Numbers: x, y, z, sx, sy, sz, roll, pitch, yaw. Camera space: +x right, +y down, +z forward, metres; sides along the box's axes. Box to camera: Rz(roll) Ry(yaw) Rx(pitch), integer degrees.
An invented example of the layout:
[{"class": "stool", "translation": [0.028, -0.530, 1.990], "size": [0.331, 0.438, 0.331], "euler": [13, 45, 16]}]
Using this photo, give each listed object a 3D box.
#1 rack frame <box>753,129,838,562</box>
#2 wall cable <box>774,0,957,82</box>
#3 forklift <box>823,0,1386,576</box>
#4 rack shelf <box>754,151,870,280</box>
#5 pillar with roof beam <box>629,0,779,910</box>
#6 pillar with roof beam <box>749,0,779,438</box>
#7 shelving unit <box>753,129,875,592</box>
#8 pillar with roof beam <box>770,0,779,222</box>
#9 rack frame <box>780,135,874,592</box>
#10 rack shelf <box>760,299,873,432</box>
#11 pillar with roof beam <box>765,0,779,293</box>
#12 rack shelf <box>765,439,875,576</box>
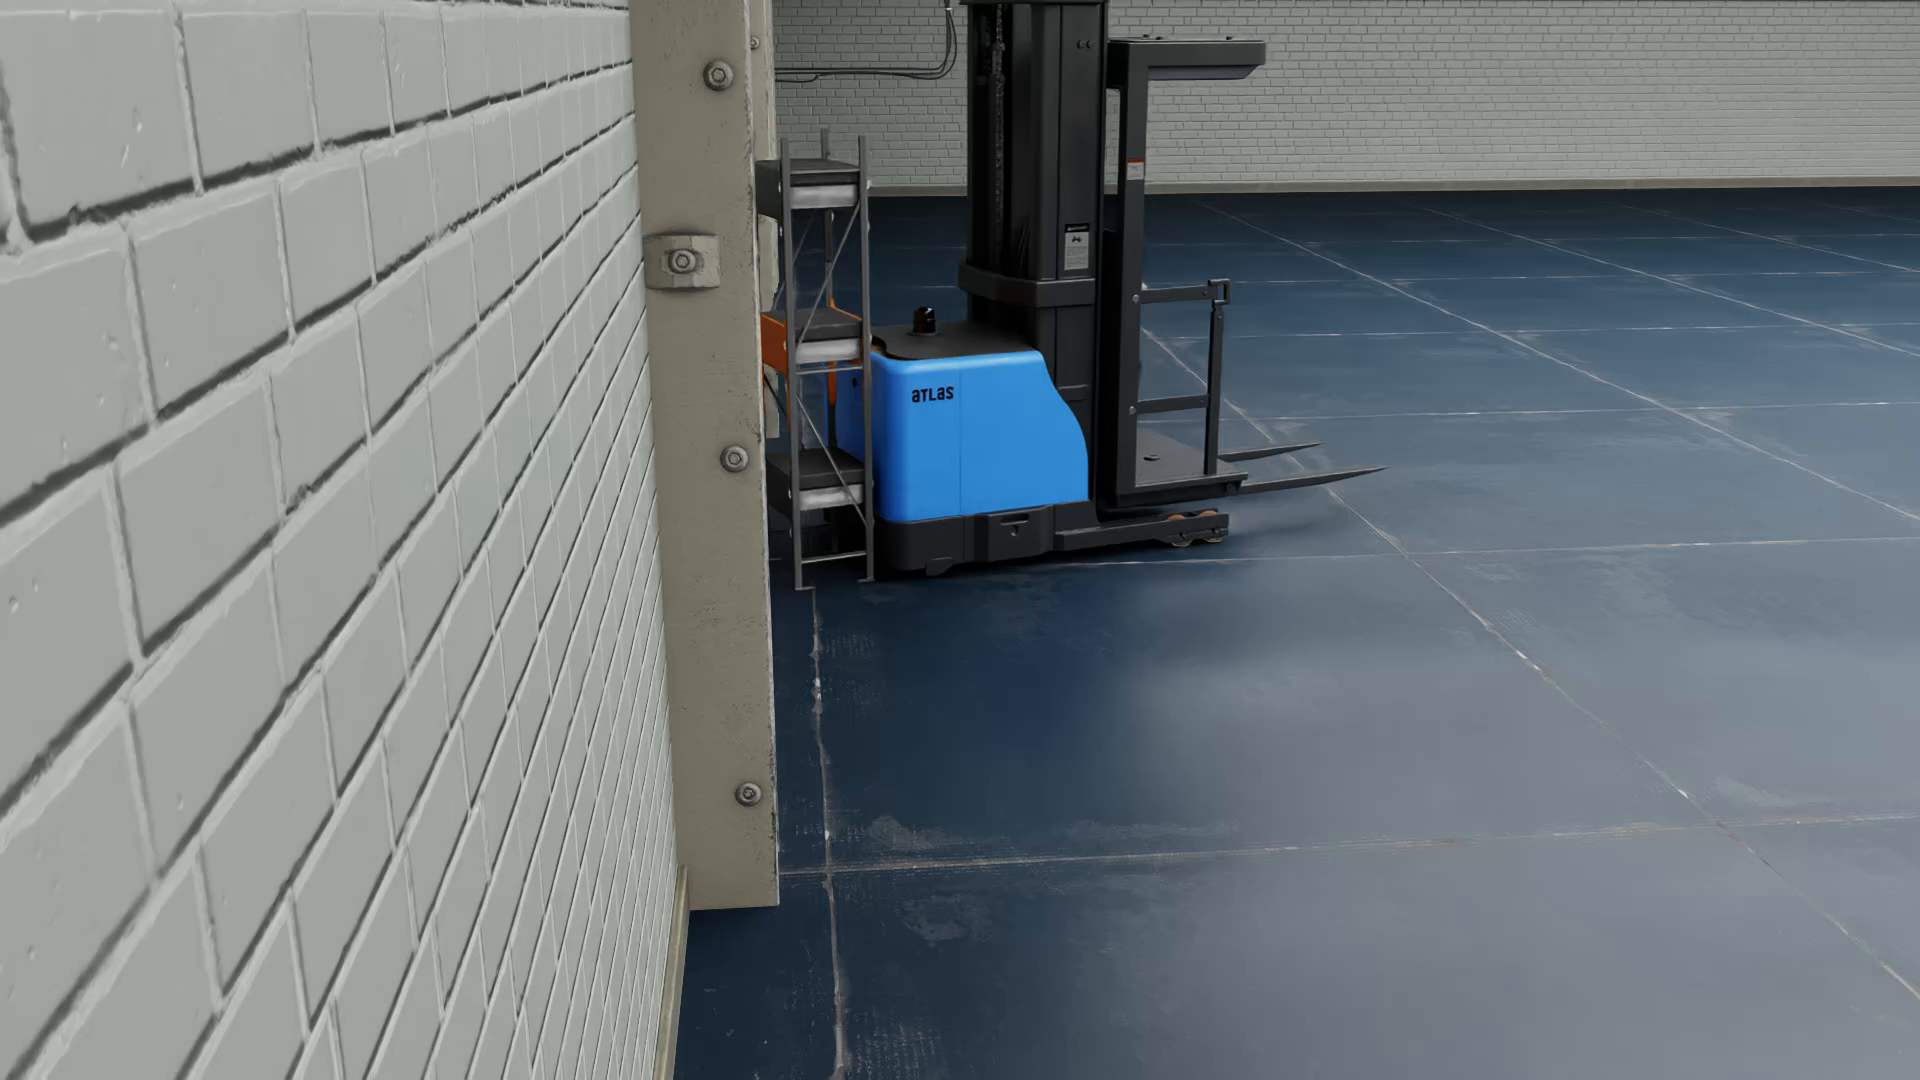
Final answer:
[{"class": "rack frame", "translation": [-0.804, -0.915, 8.087], "size": [0.400, 2.100, 0.015], "euler": [-8, 19, -23]}, {"class": "wall cable", "translation": [-1.575, -8.026, 24.402], "size": [3.097, 2.526, 0.112], "euler": [-2, 18, -6]}, {"class": "forklift", "translation": [0.845, -1.497, 8.551], "size": [3.031, 2.935, 1.130], "euler": [-7, 19, -23]}, {"class": "rack shelf", "translation": [-0.703, -1.504, 7.669], "size": [0.431, 0.518, 0.480], "euler": [-8, 19, -23]}, {"class": "pillar with roof beam", "translation": [3.552, -3.359, 4.353], "size": [9.100, 9.000, 0.400], "euler": [-2, 18, -6]}, {"class": "pillar with roof beam", "translation": [2.934, -5.147, 10.047], "size": [9.100, 9.000, 0.400], "euler": [-2, 18, -6]}, {"class": "shelving unit", "translation": [-0.703, -0.849, 7.875], "size": [0.431, 2.100, 0.503], "euler": [-8, 19, -23]}, {"class": "pillar with roof beam", "translation": [1.696, -8.722, 21.435], "size": [9.100, 9.000, 0.400], "euler": [-2, 18, -6]}, {"class": "rack frame", "translation": [-0.602, -0.782, 7.663], "size": [0.400, 2.100, 0.015], "euler": [-8, 19, -23]}, {"class": "rack shelf", "translation": [-0.703, -0.836, 7.879], "size": [0.431, 0.518, 0.480], "euler": [-8, 19, -23]}, {"class": "pillar with roof beam", "translation": [2.315, -6.934, 15.741], "size": [9.100, 9.000, 0.400], "euler": [-2, 18, -6]}, {"class": "rack shelf", "translation": [-0.703, -0.168, 8.089], "size": [0.431, 0.518, 0.480], "euler": [-8, 19, -23]}]
